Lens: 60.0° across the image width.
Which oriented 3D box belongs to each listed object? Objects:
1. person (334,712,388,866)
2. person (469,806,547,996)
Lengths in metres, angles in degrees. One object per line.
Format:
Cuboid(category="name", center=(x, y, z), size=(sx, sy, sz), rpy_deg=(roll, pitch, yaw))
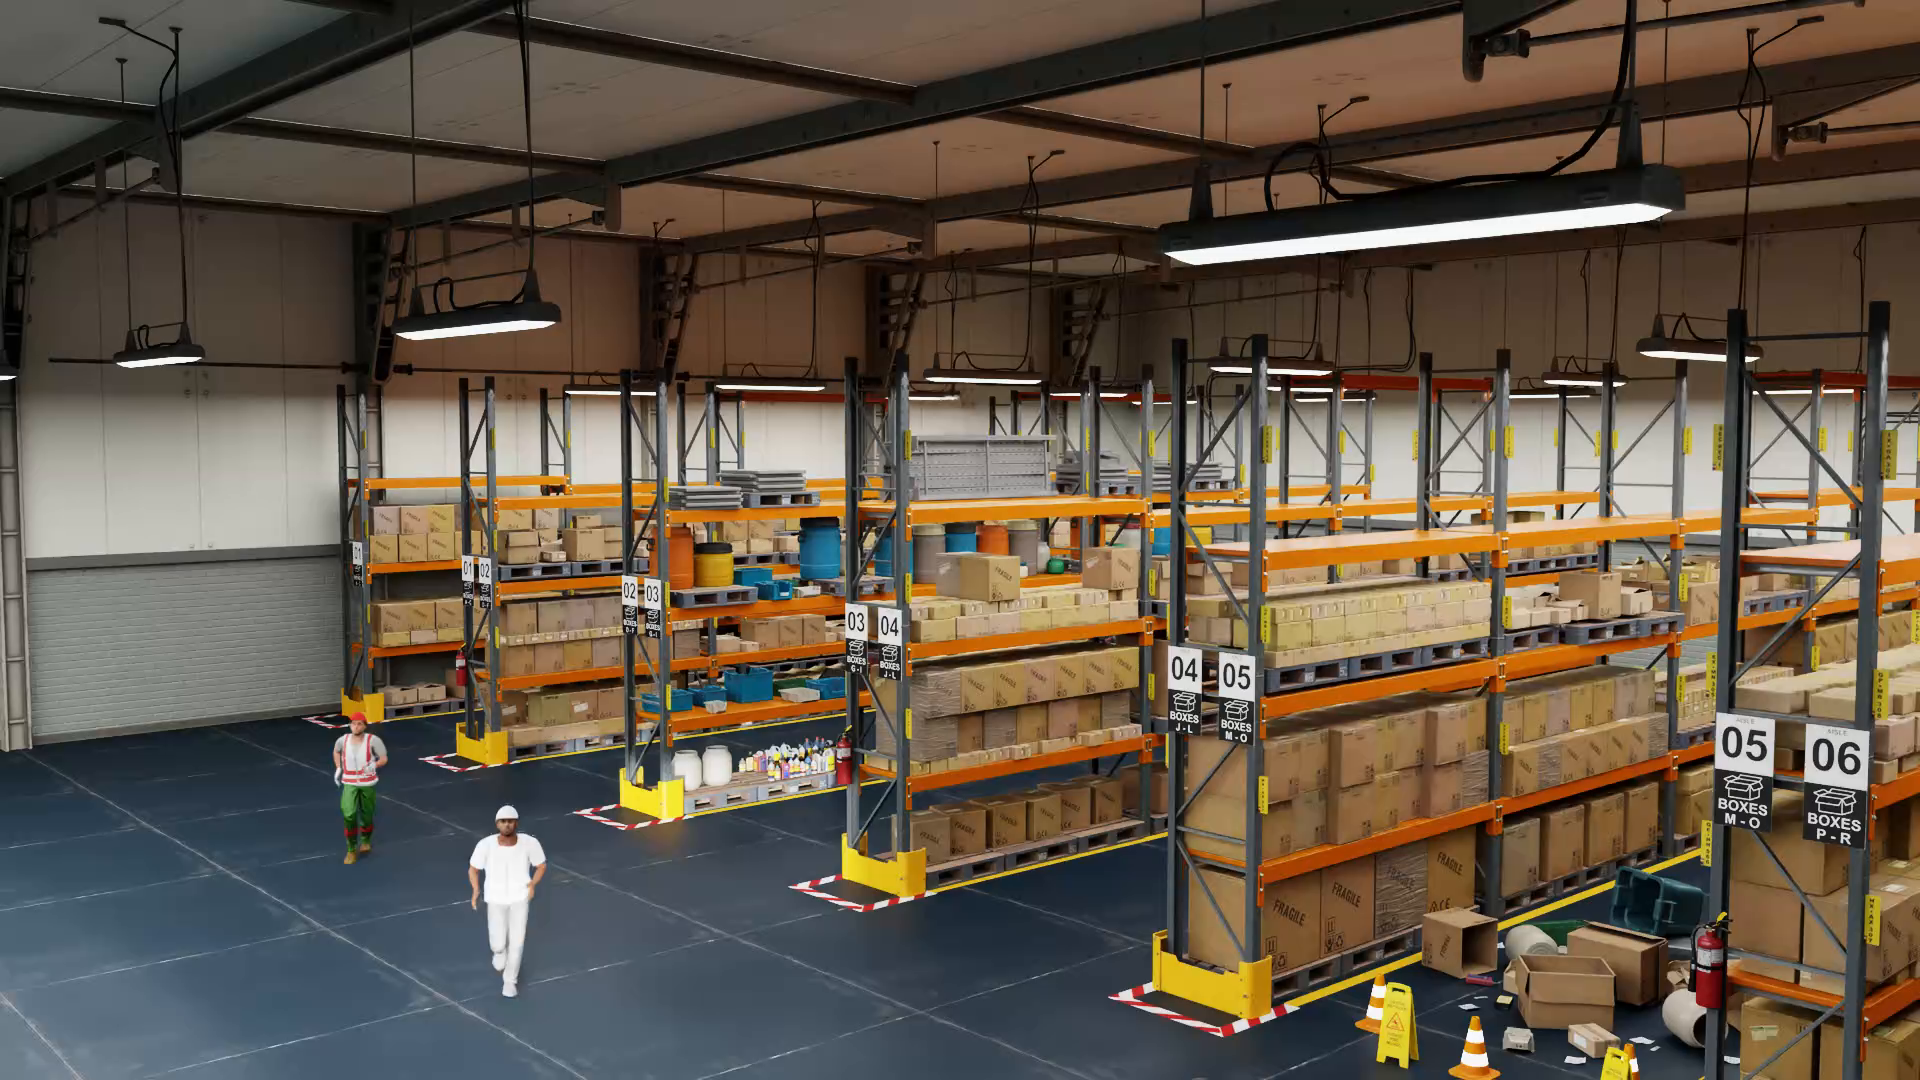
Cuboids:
Cuboid(category="person", center=(-7.203, 2.972, 19.979), size=(0.637, 1.834, 0.767), rpy_deg=(-1, 4, -15))
Cuboid(category="person", center=(-4.167, 3.301, 15.355), size=(0.702, 1.719, 0.589), rpy_deg=(-1, 4, -15))
